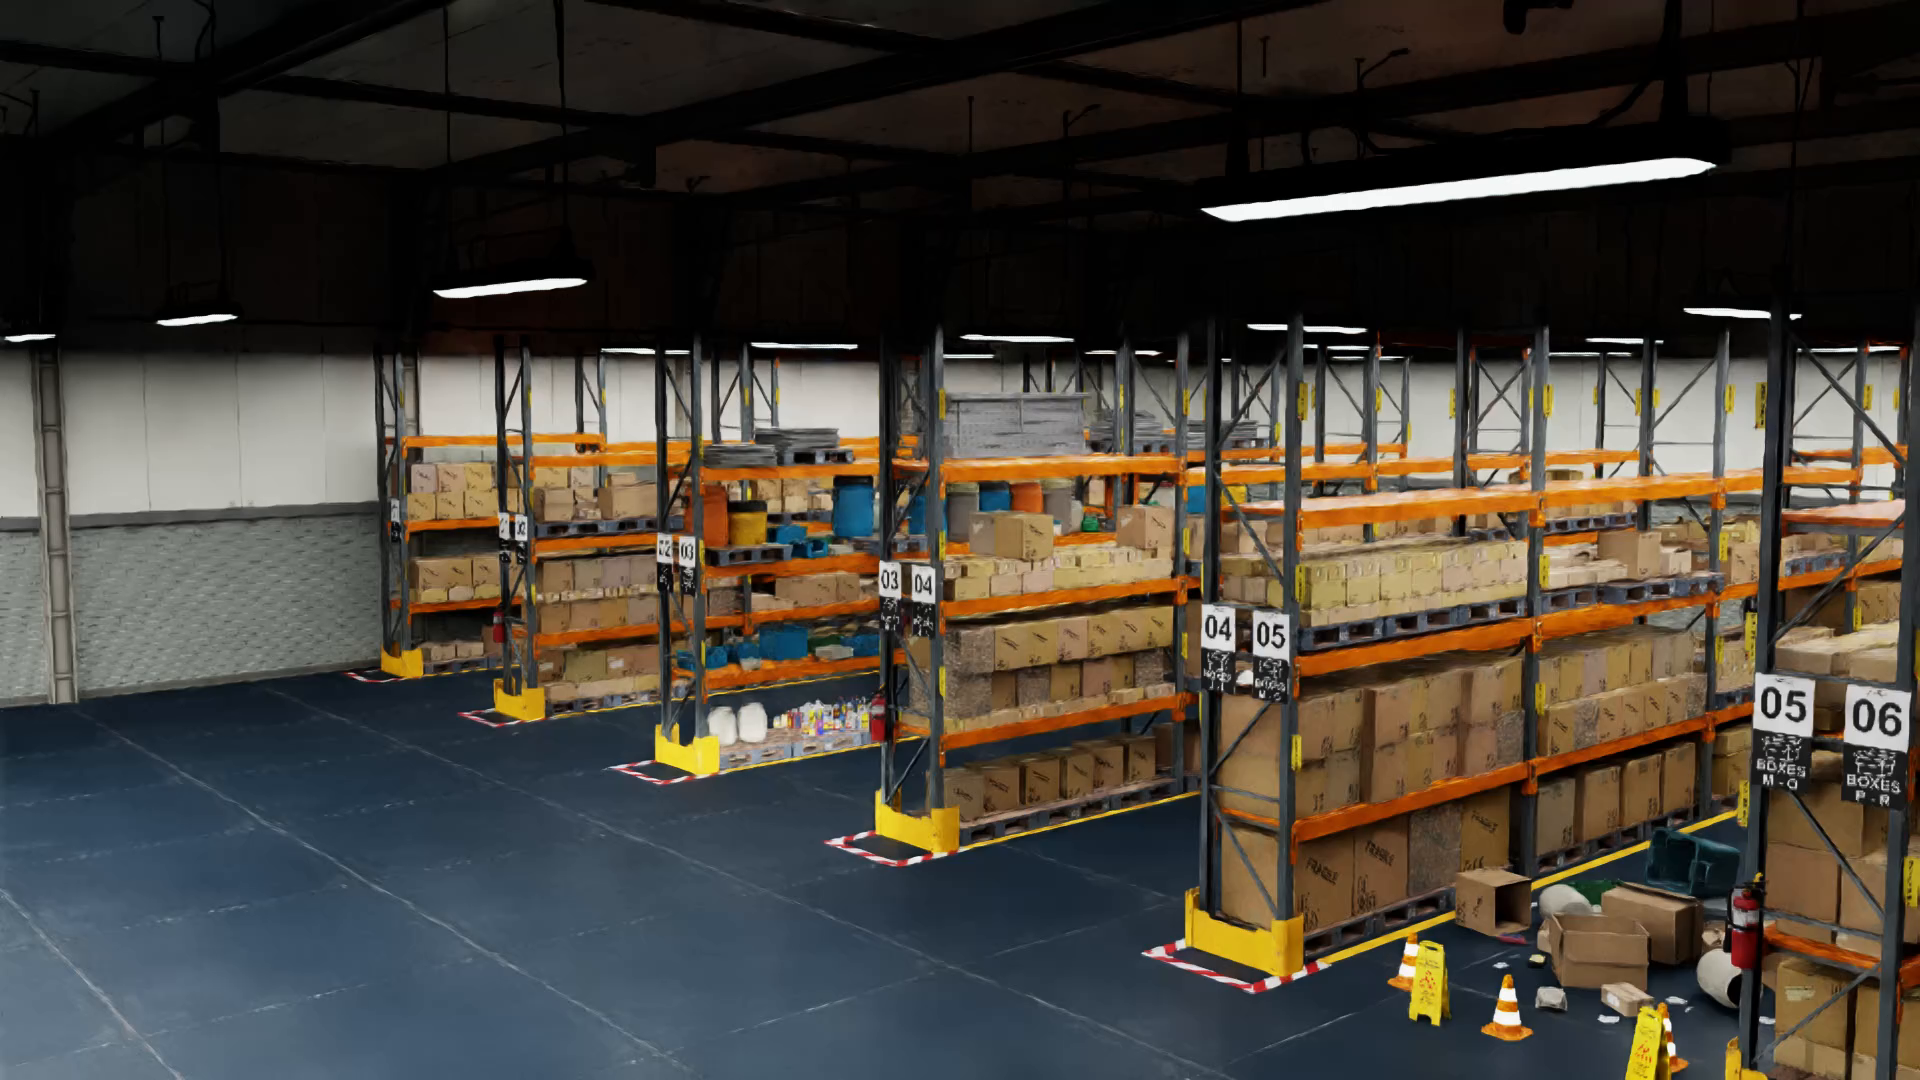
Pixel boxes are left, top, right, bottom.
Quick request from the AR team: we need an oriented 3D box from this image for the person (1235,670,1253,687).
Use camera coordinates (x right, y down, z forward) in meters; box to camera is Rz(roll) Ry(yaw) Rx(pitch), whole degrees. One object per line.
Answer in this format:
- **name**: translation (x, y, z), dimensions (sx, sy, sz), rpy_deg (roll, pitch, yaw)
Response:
- **person**: translation (3.562, 2.439, 20.539), dimensions (1.115, 1.700, 0.543), rpy_deg (-4, 7, -39)

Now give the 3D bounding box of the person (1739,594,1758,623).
- **person**: translation (14.510, 1.585, 30.261), dimensions (0.534, 1.674, 0.677), rpy_deg (-5, 7, -43)
